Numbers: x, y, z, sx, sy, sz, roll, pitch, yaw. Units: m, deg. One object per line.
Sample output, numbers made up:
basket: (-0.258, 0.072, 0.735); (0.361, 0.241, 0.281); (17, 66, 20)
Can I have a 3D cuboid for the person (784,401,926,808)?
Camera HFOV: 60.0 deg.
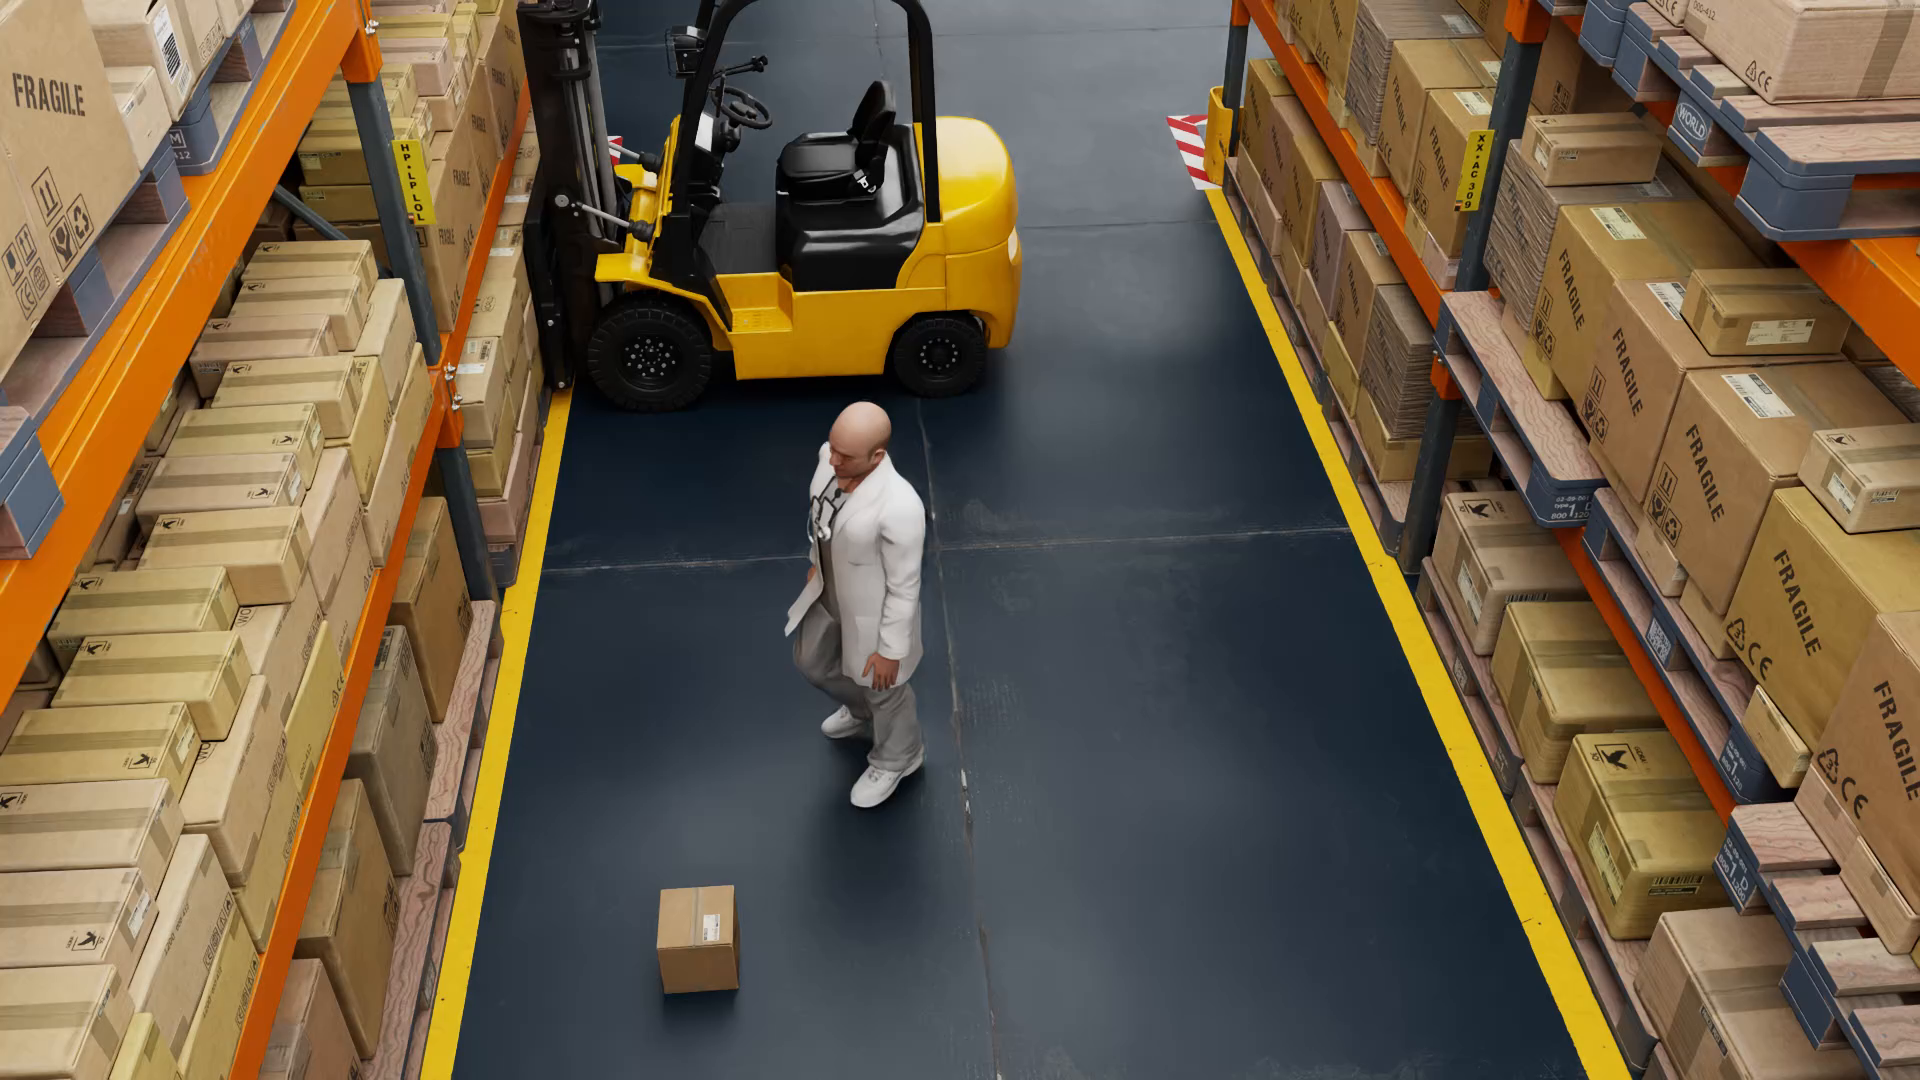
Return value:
person: (-0.333, 0.218, 5.859); (0.496, 1.774, 0.653); (-23, 44, -26)
